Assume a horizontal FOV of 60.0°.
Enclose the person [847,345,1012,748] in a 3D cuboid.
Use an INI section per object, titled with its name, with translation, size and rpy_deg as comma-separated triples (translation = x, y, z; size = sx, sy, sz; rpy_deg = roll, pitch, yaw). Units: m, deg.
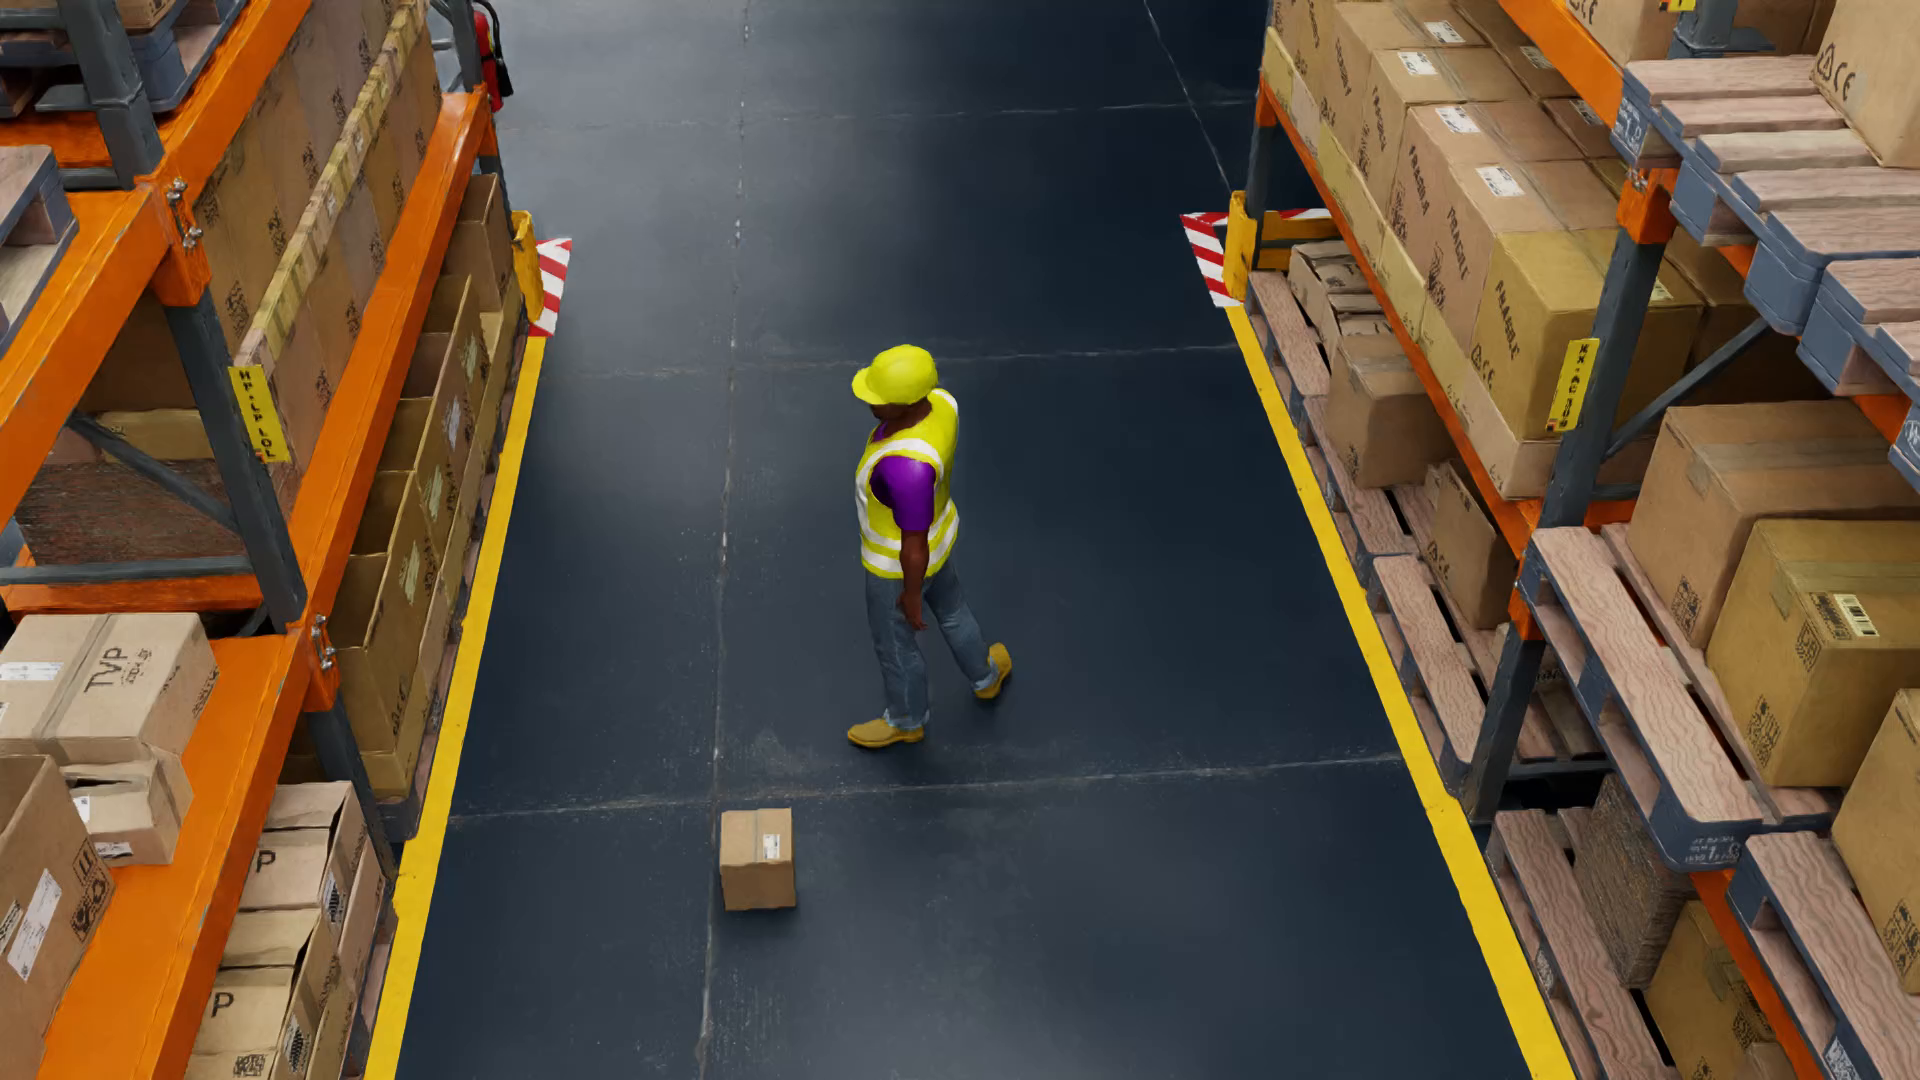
[person]
translation = -0.108, -0.021, 6.164
size = 0.494, 1.772, 0.724
rpy_deg = 13, 41, 15
